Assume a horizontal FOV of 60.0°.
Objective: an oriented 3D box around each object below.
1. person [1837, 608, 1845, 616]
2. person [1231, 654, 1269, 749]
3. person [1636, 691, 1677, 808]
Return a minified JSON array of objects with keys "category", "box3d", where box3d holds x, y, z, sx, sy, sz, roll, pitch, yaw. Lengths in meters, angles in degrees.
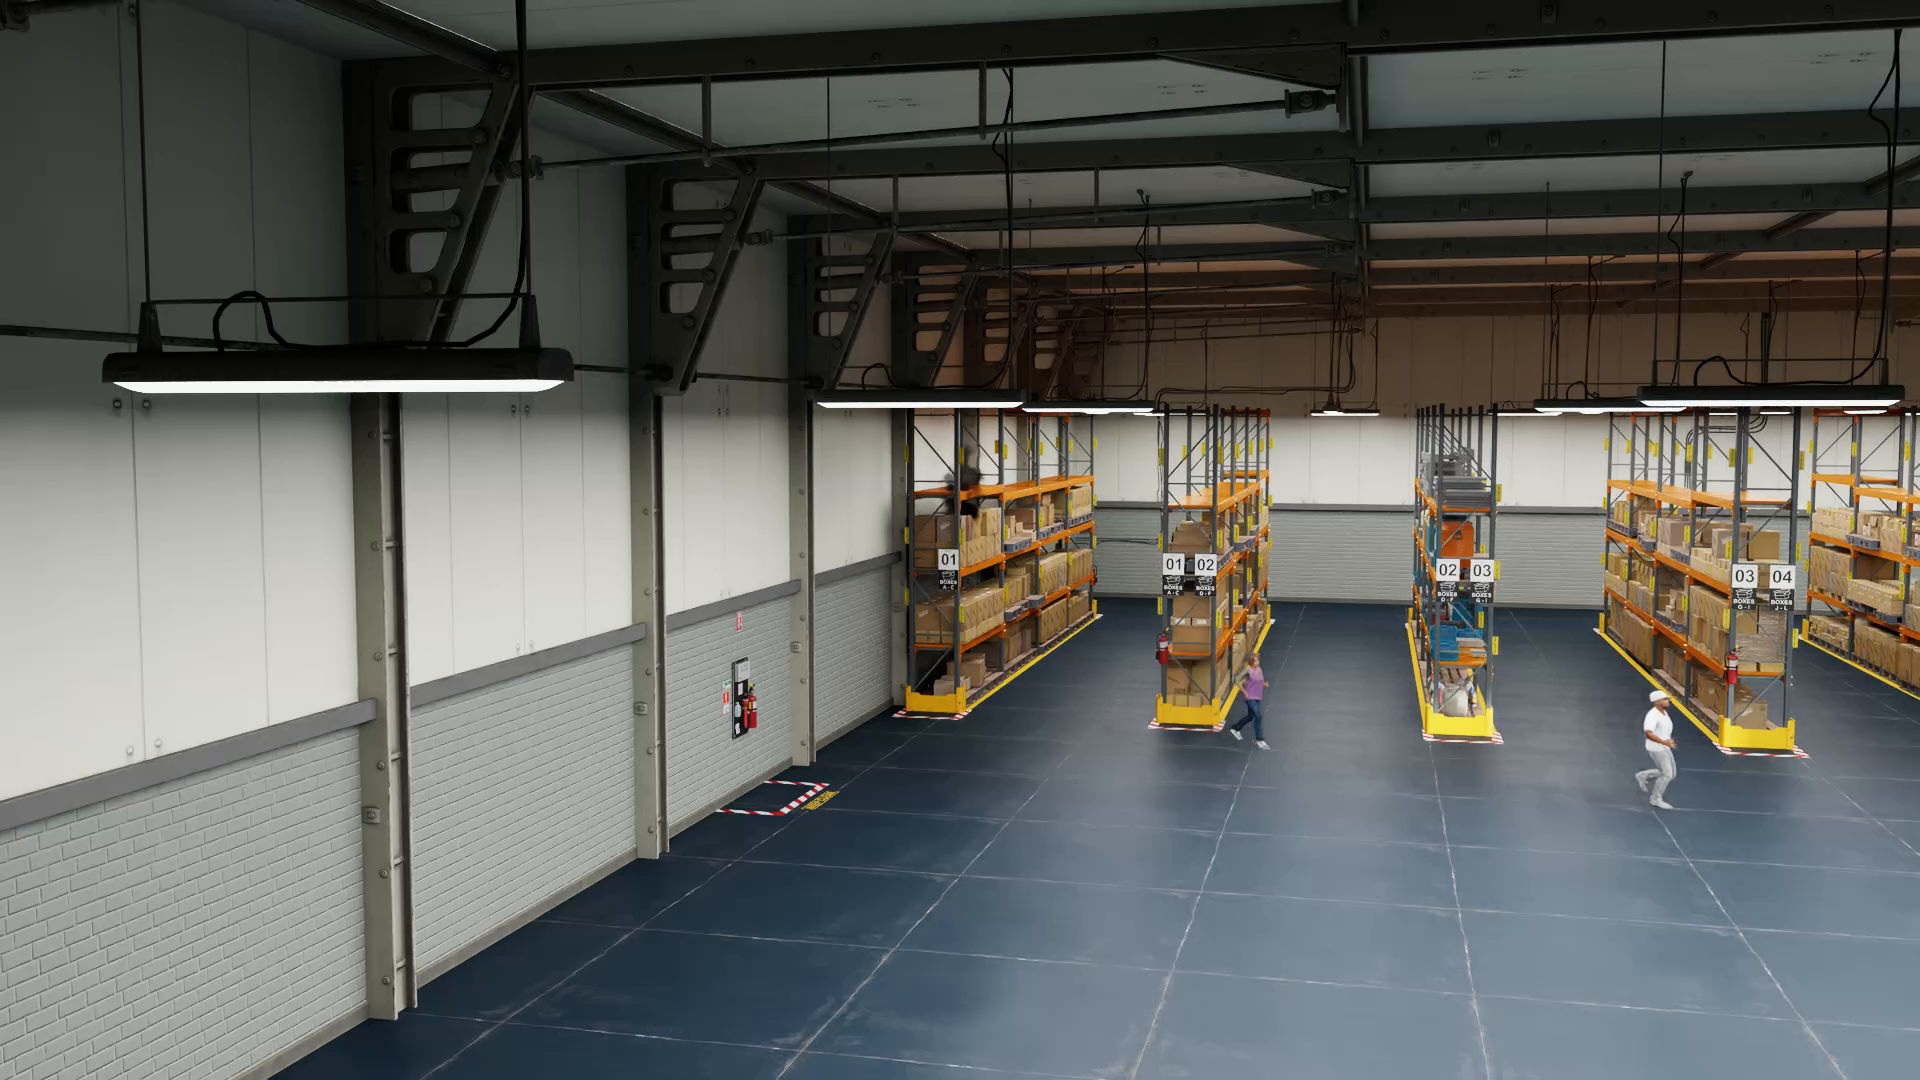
[{"category":"person","box3d":[23.499,1.654,44.070,0.662,1.704,0.611,-3,5,-33]},{"category":"person","box3d":[5.103,2.798,29.096,0.523,1.616,0.817,-4,6,-45]},{"category":"person","box3d":[10.307,3.079,24.599,0.613,1.727,0.736,3,5,35]}]
